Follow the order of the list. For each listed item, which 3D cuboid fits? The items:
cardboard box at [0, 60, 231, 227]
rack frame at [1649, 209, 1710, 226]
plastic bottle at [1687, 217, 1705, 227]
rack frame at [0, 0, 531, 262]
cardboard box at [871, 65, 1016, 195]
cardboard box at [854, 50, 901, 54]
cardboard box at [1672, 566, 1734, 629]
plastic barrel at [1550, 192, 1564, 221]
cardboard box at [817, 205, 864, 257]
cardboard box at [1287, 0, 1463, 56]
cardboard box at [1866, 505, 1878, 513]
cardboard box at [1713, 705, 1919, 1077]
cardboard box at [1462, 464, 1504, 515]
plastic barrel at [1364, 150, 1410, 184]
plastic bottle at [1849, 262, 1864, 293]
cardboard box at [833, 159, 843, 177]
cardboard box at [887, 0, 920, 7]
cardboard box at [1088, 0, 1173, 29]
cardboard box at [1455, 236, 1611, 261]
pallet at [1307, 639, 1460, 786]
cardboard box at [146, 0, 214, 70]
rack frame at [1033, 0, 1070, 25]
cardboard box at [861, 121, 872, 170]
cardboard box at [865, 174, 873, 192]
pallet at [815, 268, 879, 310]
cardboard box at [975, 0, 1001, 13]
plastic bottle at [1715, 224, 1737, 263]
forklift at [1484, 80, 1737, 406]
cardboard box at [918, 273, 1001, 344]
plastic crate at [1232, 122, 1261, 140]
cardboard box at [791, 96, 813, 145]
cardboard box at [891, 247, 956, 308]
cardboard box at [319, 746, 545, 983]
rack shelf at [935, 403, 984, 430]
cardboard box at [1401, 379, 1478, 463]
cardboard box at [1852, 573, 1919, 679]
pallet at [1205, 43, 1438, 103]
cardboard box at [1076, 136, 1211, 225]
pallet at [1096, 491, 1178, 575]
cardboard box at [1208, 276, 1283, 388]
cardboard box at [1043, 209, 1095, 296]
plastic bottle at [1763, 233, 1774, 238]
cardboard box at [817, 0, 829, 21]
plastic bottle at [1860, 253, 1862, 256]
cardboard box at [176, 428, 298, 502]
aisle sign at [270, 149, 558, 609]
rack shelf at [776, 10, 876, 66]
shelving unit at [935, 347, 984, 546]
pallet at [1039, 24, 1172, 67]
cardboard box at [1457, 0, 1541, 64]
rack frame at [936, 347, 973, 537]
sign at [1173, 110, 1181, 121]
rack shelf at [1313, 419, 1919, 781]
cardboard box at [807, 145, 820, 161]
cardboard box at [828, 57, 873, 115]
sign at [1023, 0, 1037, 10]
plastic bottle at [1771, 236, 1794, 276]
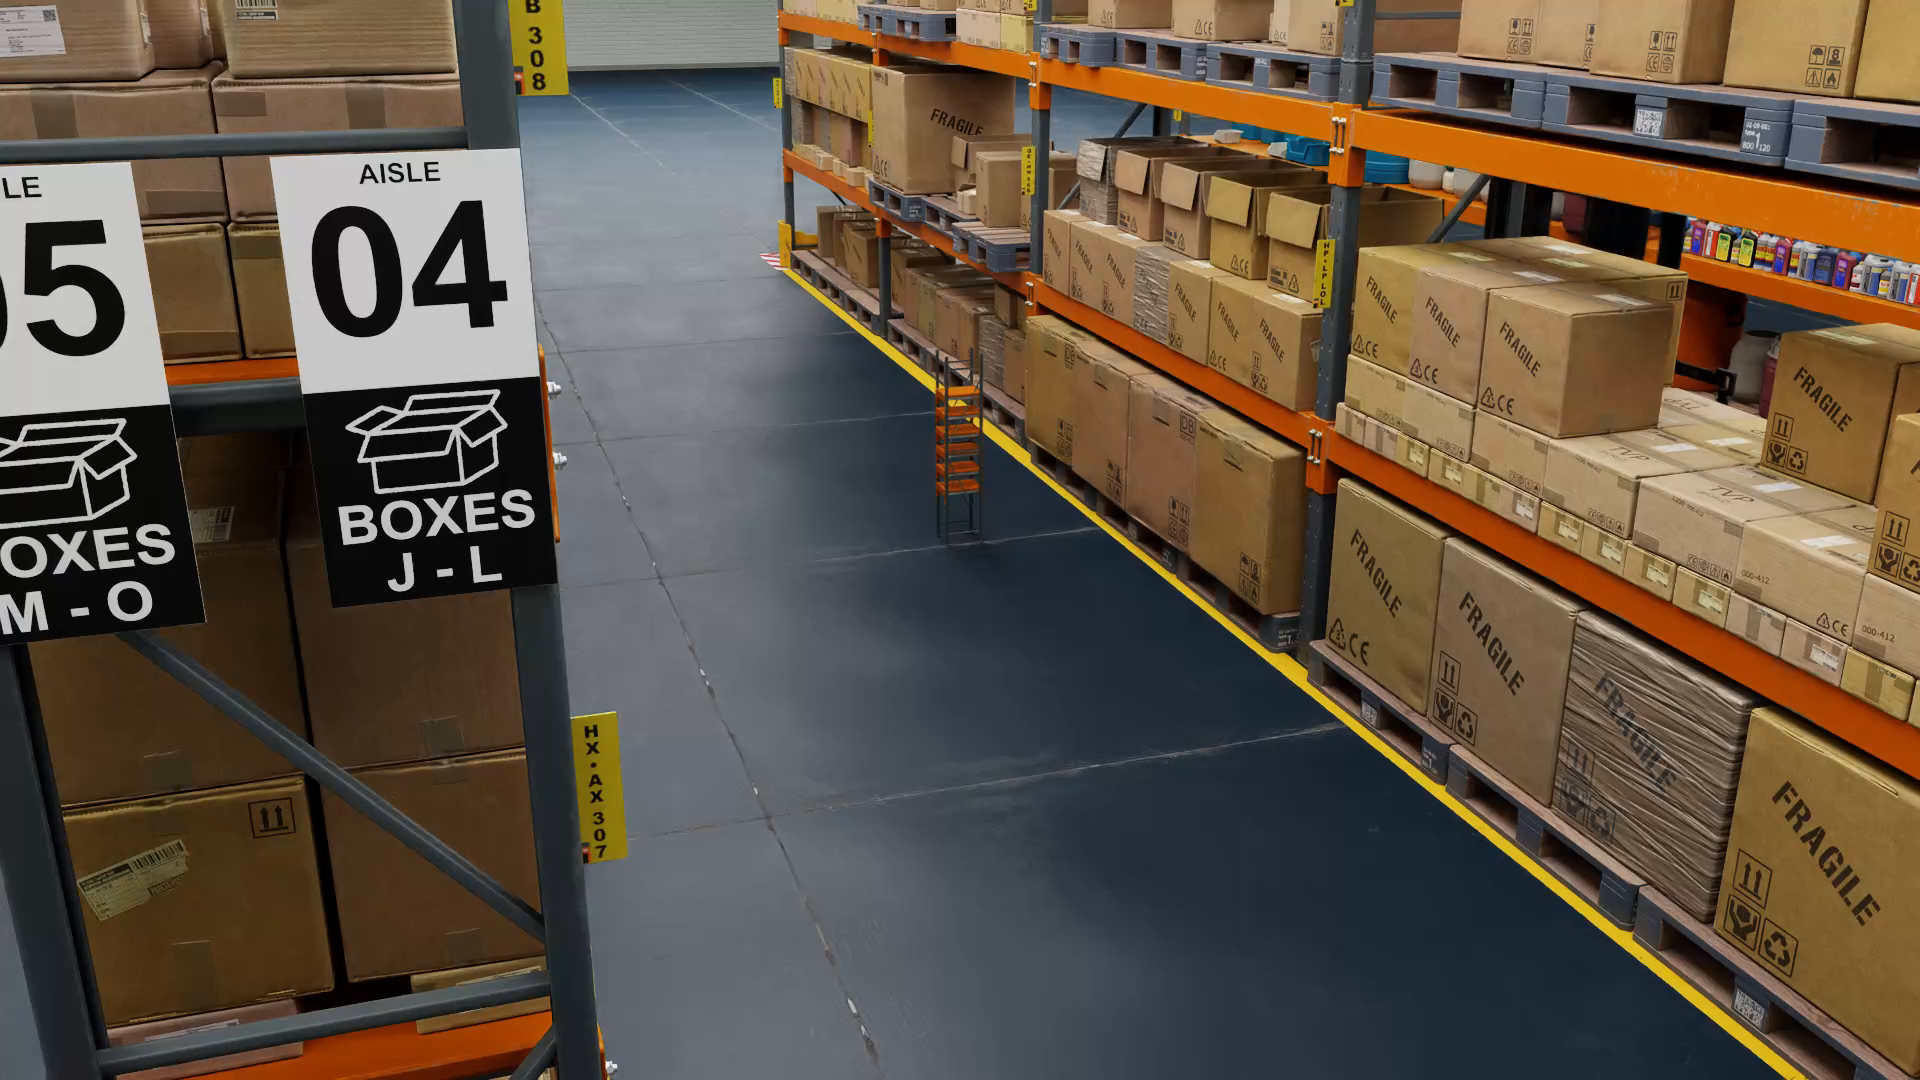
[{"bbox_3d":[-1.625,-0.735,3.071,0.500,0.250,0.500,-7,21,-19],"label":"cardboard box"},{"bbox_3d":[5.689,-2.626,13.290,1.000,3.000,0.127,-6,21,-17],"label":"rack frame"},{"bbox_3d":[5.663,-2.411,12.874,0.152,0.276,0.135,-6,21,-17],"label":"plastic bottle"},{"bbox_3d":[-1.239,-1.861,2.287,1.000,3.000,0.127,-6,21,-17],"label":"rack frame"},{"bbox_3d":[-0.153,-3.594,14.475,1.000,1.000,1.000,-6,21,-17],"label":"cardboard box"},{"bbox_3d":[-0.803,-4.854,17.426,0.500,0.500,0.500,-6,21,-17],"label":"cardboard box"},{"bbox_3d":[2.755,0.179,5.853,0.380,0.149,0.250,-7,21,-18],"label":"cardboard box"},{"bbox_3d":[5.163,-2.986,14.127,0.421,0.512,0.421,0,20,0],"label":"plastic barrel"},{"bbox_3d":[-1.347,-3.486,18.761,0.500,0.500,0.500,-3,20,-7],"label":"cardboard box"},{"bbox_3d":[2.052,-2.658,8.172,0.700,0.500,0.500,-6,21,-16],"label":"cardboard box"},{"bbox_3d":[3.437,0.049,5.624,0.500,0.250,0.500,-7,21,-18],"label":"cardboard box"},{"bbox_3d":[3.224,1.073,5.514,0.875,0.875,0.875,-6,21,-17],"label":"cardboard box"},{"bbox_3d":[2.352,-0.233,6.998,0.380,0.149,0.250,-7,21,-18],"label":"cardboard box"},{"bbox_3d":[4.266,-3.989,16.344,0.600,0.901,0.708,-6,21,-17],"label":"plastic barrel"},{"bbox_3d":[6.065,-1.772,11.207,0.097,0.201,0.097,0,20,0],"label":"plastic bottle"},{"bbox_3d":[-1.074,-3.786,16.891,0.380,0.149,0.250,-6,21,-17],"label":"cardboard box"},{"bbox_3d":[-0.216,-4.880,14.354,0.797,0.503,0.637,-7,21,-20],"label":"cardboard box"},{"bbox_3d":[1.247,-3.570,10.706,0.797,0.503,0.637,-5,20,-14],"label":"cardboard box"},{"bbox_3d":[2.643,-1.119,7.768,0.500,0.500,0.500,-6,21,-16],"label":"cardboard box"},{"bbox_3d":[2.409,0.749,8.020,1.003,0.211,1.213,-6,21,-17],"label":"pallet"},{"bbox_3d":[-1.627,-0.965,3.120,0.380,0.149,0.250,-6,21,-16],"label":"cardboard box"},{"bbox_3d":[0.987,-4.923,10.811,1.000,3.000,0.127,-6,21,-17],"label":"rack frame"},{"bbox_3d":[-0.477,-3.886,16.209,0.875,0.500,0.500,-6,21,-17],"label":"cardboard box"},{"bbox_3d":[-0.686,-3.384,15.773,0.380,0.149,0.250,-6,21,-17],"label":"cardboard box"},{"bbox_3d":[-0.902,-2.675,17.552,1.003,0.211,1.213,-6,21,-17],"label":"pallet"},{"bbox_3d":[0.428,-4.084,12.024,0.500,0.500,0.500,-6,21,-17],"label":"cardboard box"},{"bbox_3d":[5.662,-2.202,12.281,0.061,0.283,0.133,-6,21,-17],"label":"plastic bottle"},{"bbox_3d":[3.555,-1.026,8.938,1.130,2.935,3.031,-8,21,-21],"label":"forklift"},{"bbox_3d":[0.034,-2.060,14.760,0.700,0.500,0.500,-7,21,-18],"label":"cardboard box"},{"bbox_3d":[3.616,-4.994,20.104,0.499,0.251,0.616,-6,21,-17],"label":"plastic crate"},{"bbox_3d":[-1.381,-4.675,18.406,0.875,0.500,0.500,-6,21,-17],"label":"cardboard box"},{"bbox_3d":[-0.358,-2.537,16.120,0.500,0.500,0.500,-7,21,-19],"label":"cardboard box"},{"bbox_3d":[-1.118,0.602,3.716,0.500,0.500,0.500,-5,20,-15],"label":"cardboard box"},{"bbox_3d":[-0.005,-0.753,10.160,0.258,0.103,0.180,-6,21,-17],"label":"rack shelf"},{"bbox_3d":[2.295,-0.547,7.283,0.500,0.250,0.500,-6,21,-17],"label":"cardboard box"},{"bbox_3d":[3.097,0.271,5.007,0.500,0.250,0.500,-7,21,-18],"label":"cardboard box"},{"bbox_3d":[1.909,-2.427,8.581,0.805,0.209,1.217,-7,21,-19],"label":"pallet"},{"bbox_3d":[1.201,-2.383,10.981,0.797,0.503,0.637,-6,21,-15],"label":"cardboard box"},{"bbox_3d":[1.543,-0.136,10.482,1.003,0.211,1.213,-6,21,-17],"label":"pallet"},{"bbox_3d":[1.689,-1.144,9.016,0.500,0.500,0.500,-6,21,-16],"label":"cardboard box"},{"bbox_3d":[0.881,-1.962,11.294,0.500,0.500,0.500,-6,21,-16],"label":"cardboard box"},{"bbox_3d":[6.294,-2.413,12.869,0.061,0.283,0.133,-6,21,-17],"label":"plastic bottle"},{"bbox_3d":[-1.133,-5.335,16.618,0.500,0.250,0.500,-6,21,-16],"label":"cardboard box"},{"bbox_3d":[6.580,-2.120,12.054,0.061,0.283,0.133,-6,21,-17],"label":"plastic bottle"},{"bbox_3d":[-1.778,0.021,3.853,0.500,0.500,0.500,-7,21,-19],"label":"cardboard box"},{"bbox_3d":[-0.931,-0.270,2.885,0.394,0.787,0.004,-6,21,-17],"label":"aisle sign"},{"bbox_3d":[-0.899,-5.098,16.800,1.077,0.370,4.000,-6,21,-17],"label":"rack shelf"},{"bbox_3d":[-0.005,-0.569,10.227,0.258,1.200,0.189,-6,21,-17],"label":"shelving unit"},{"bbox_3d":[1.240,-3.222,10.790,1.213,0.211,1.003,-5,20,-15],"label":"pallet"},{"bbox_3d":[2.547,-2.275,6.958,0.700,0.500,0.500,-8,21,-20],"label":"cardboard box"},{"bbox_3d":[-0.033,-0.599,10.308,0.240,1.200,0.006,-6,21,-17],"label":"rack frame"},{"bbox_3d":[2.651,-5.266,20.232,0.100,0.325,0.005,-6,21,-17],"label":"sign"},{"bbox_3d":[2.873,0.164,6.586,1.077,0.370,4.000,-6,21,-17],"label":"rack shelf"},{"bbox_3d":[-1.441,-4.190,18.016,0.380,0.149,0.250,-6,21,-17],"label":"cardboard box"},{"bbox_3d":[-0.988,-4.477,16.377,0.500,0.500,0.500,-6,21,-17],"label":"cardboard box"},{"bbox_3d":[0.471,-3.698,11.072,0.100,0.325,0.005,-6,21,-17],"label":"sign"},{"bbox_3d":[5.838,-2.022,11.782,0.061,0.283,0.133,-6,21,-17],"label":"plastic bottle"}]
